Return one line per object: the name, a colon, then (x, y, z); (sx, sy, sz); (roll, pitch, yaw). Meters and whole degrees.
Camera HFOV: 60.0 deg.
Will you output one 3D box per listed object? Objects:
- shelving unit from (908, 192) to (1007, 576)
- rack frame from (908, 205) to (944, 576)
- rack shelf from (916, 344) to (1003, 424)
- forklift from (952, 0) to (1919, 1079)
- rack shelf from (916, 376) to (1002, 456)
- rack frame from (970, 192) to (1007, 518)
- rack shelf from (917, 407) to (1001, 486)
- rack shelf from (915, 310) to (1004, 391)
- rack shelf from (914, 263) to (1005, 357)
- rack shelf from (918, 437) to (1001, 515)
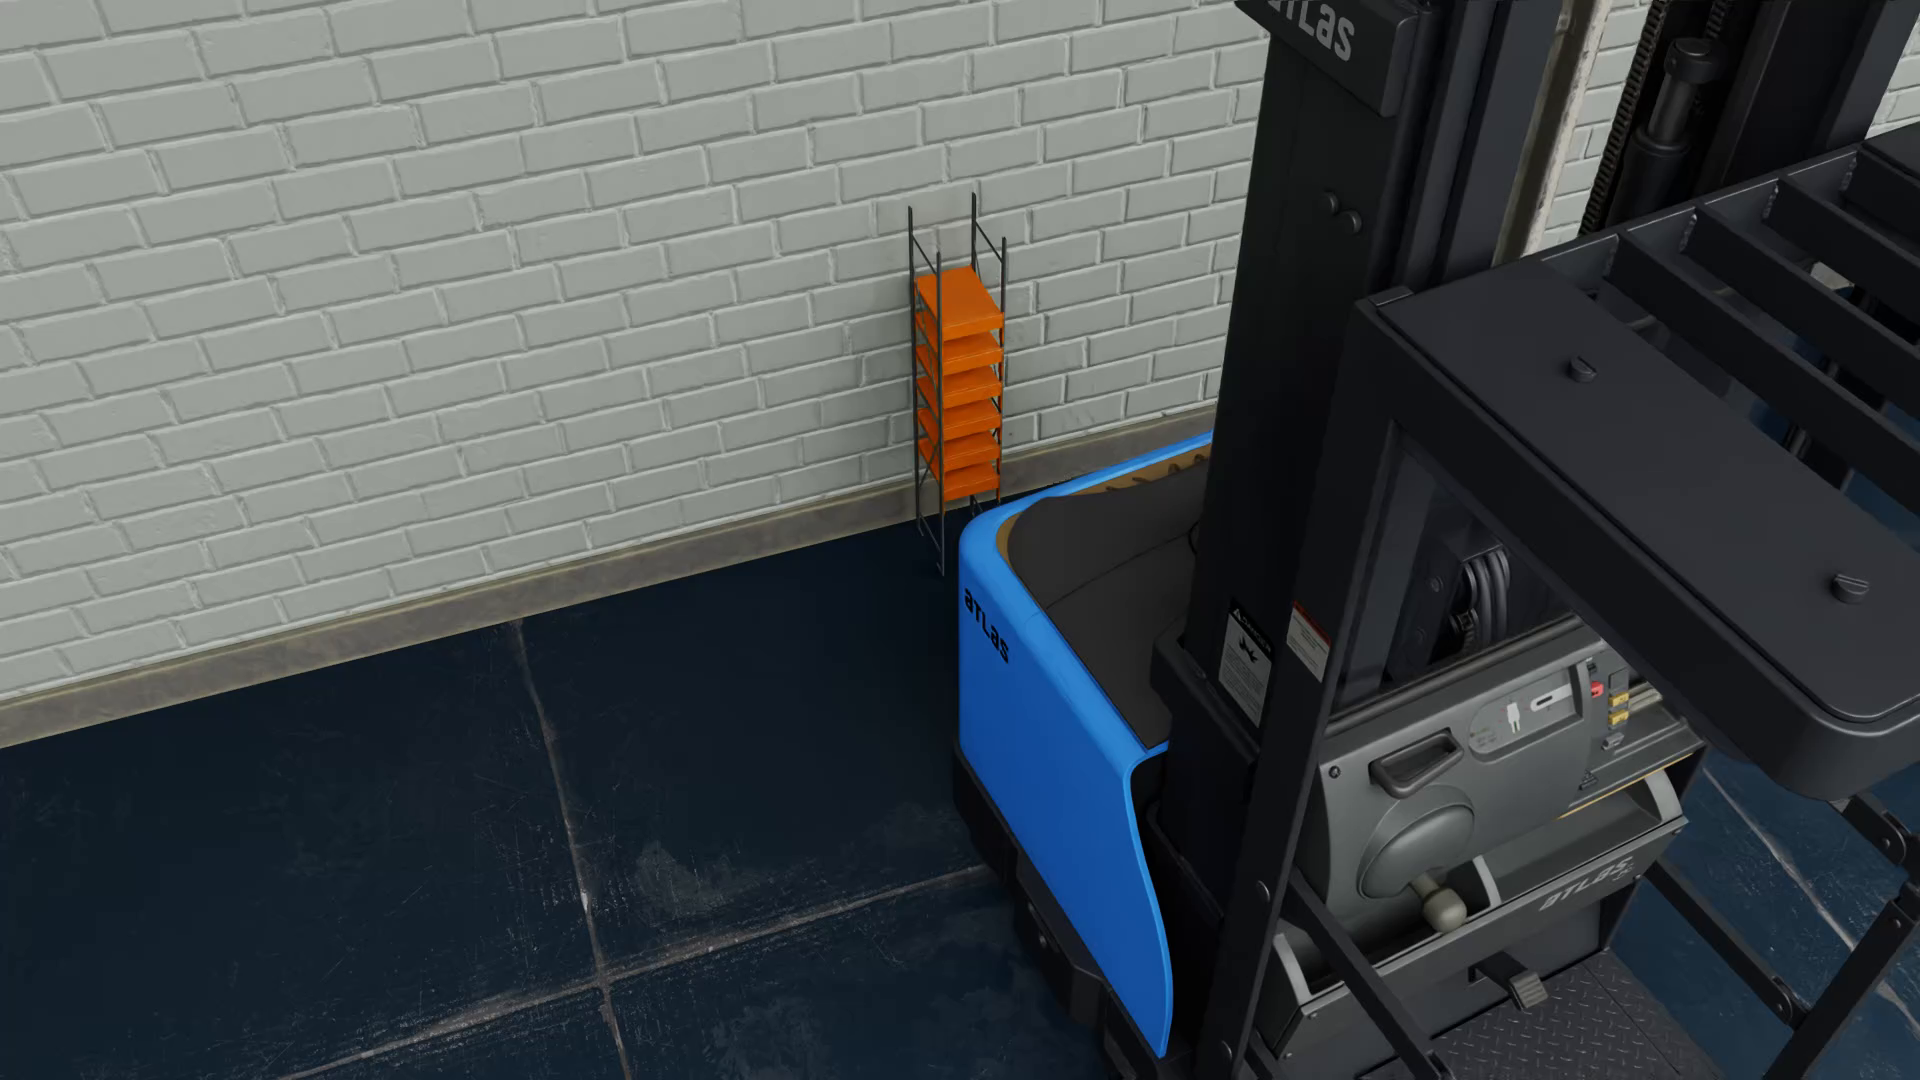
shelving unit: (-0.008, -0.414, 4.816); (0.189, 1.200, 0.258); (-15, 47, -15)
rack frame: (-0.094, -0.391, 4.793); (0.006, 1.200, 0.240); (-15, 47, -15)
rack shelf: (-0.008, -0.468, 4.762); (0.180, 0.103, 0.258); (-15, 47, -15)
forklift: (1.101, 0.452, 2.730); (1.130, 2.935, 3.031); (-20, 48, -19)
rack shelf: (-0.008, -0.383, 4.847); (0.180, 0.103, 0.258); (-15, 47, -15)
rack frame: (0.077, -0.438, 4.839); (0.006, 1.200, 0.240); (-15, 47, -15)
rack shelf: (-0.008, -0.298, 4.932); (0.180, 0.103, 0.258); (-15, 47, -15)
rack shelf: (-0.008, -0.552, 4.677); (0.180, 0.103, 0.258); (-15, 47, -15)
rack shelf: (-0.008, -0.637, 4.592); (0.180, 0.103, 0.258); (-15, 47, -15)
rack shelf: (-0.008, -0.214, 5.017); (0.180, 0.103, 0.258); (-15, 47, -15)
